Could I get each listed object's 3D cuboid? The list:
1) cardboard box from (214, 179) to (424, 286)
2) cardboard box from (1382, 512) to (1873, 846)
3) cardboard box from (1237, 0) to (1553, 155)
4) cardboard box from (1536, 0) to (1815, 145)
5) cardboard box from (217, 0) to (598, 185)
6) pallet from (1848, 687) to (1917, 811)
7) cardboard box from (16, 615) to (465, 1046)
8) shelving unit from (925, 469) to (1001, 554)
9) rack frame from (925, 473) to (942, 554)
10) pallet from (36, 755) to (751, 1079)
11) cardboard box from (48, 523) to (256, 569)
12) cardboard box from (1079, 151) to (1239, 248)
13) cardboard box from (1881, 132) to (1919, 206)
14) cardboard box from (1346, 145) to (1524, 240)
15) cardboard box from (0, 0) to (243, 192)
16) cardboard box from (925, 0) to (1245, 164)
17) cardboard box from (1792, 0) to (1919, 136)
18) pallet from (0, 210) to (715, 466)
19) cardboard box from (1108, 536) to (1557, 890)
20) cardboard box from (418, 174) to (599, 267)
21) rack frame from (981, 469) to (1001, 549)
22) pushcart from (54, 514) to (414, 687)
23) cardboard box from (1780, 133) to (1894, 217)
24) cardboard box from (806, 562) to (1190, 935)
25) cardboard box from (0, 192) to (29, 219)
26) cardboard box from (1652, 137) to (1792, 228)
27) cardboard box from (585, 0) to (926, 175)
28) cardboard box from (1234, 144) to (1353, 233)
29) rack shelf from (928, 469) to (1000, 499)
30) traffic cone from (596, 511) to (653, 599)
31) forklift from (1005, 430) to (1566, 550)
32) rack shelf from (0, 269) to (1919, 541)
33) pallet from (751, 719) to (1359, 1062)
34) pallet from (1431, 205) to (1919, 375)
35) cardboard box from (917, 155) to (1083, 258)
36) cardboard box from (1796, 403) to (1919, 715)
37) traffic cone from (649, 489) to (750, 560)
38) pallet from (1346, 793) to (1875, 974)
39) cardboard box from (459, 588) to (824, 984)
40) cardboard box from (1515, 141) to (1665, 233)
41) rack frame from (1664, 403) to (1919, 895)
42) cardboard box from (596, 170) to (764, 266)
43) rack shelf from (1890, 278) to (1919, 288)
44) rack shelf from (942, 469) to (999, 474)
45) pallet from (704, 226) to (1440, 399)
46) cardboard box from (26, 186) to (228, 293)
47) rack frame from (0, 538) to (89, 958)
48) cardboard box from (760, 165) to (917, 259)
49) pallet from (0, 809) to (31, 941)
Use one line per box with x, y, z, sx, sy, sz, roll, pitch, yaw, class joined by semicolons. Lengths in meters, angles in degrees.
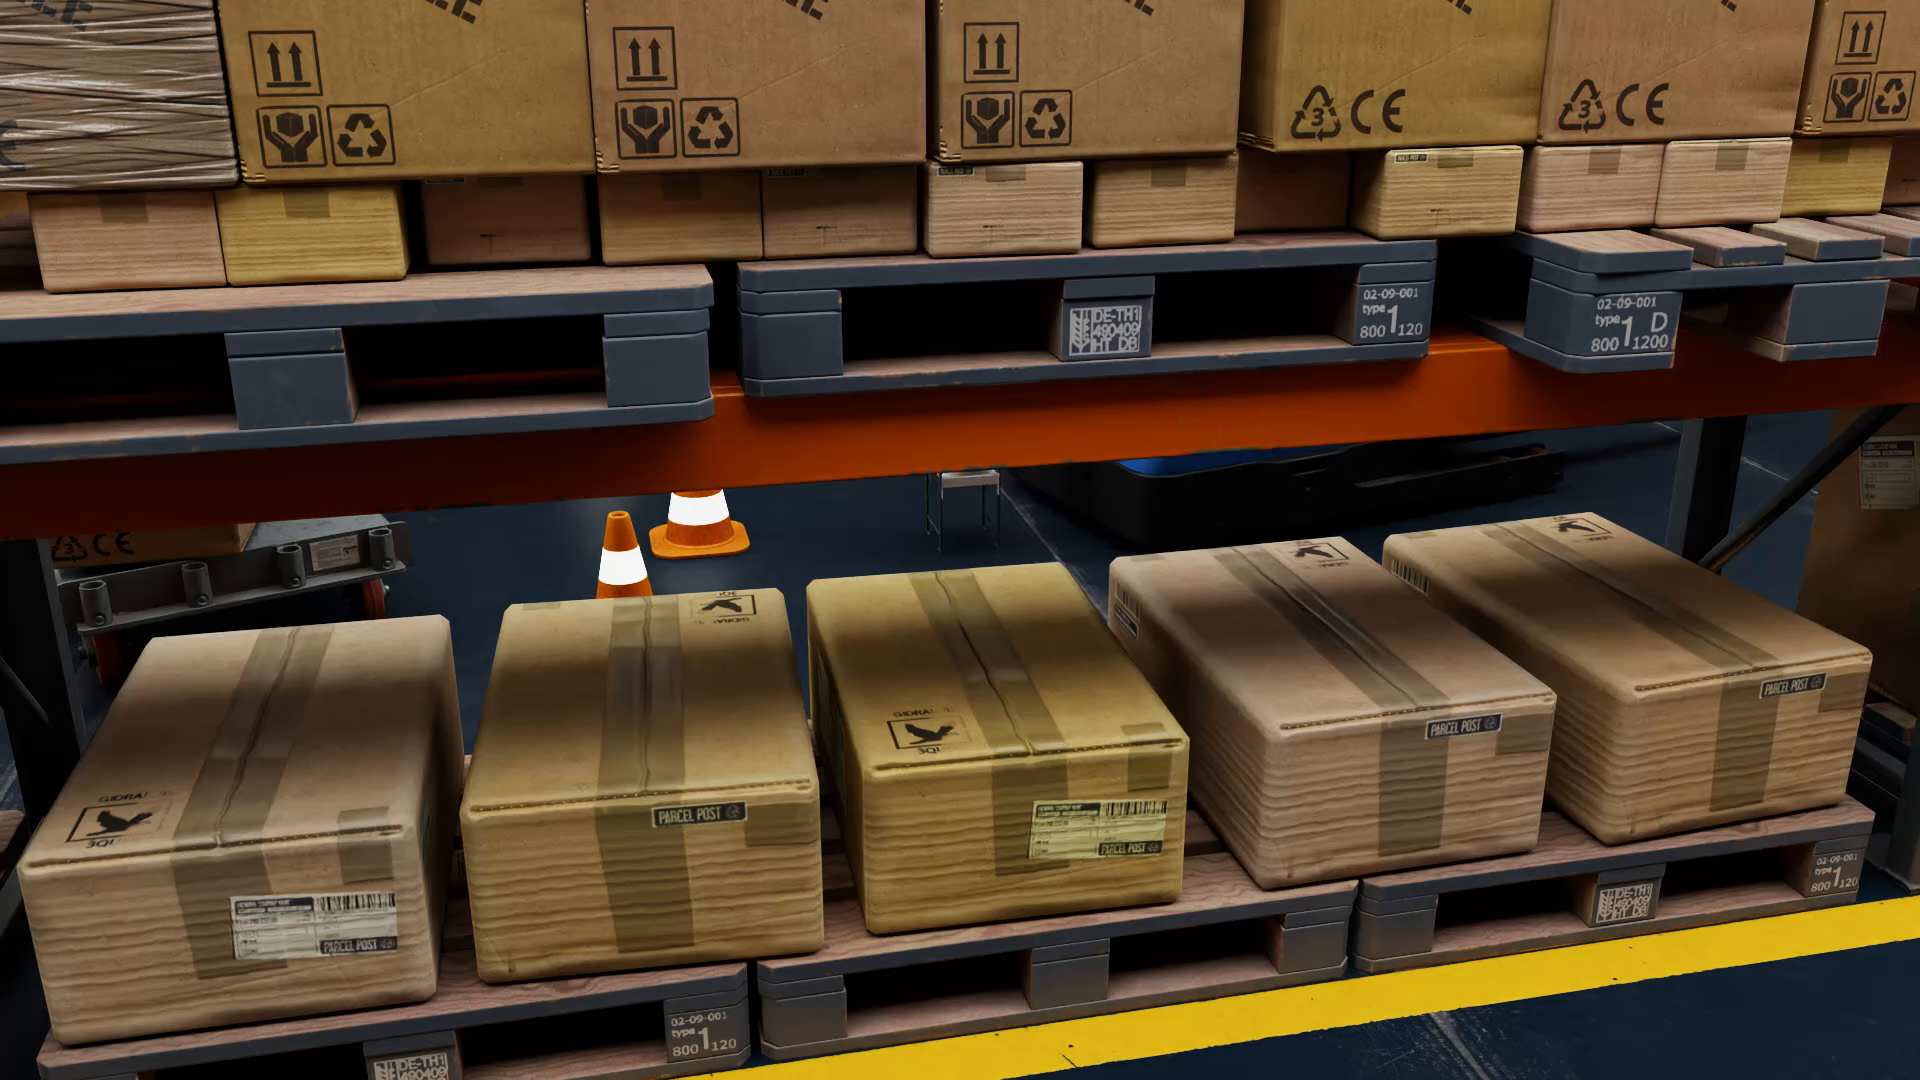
-0.991;-0.513;2.610;0.250;0.149;0.380;-4;21;-11;cardboard box
1.494;0.282;3.893;0.625;0.372;0.950;-6;21;-16;cardboard box
0.676;-0.966;2.902;0.500;0.500;0.500;-6;21;-16;cardboard box
1.167;-1.006;3.012;0.500;0.500;0.500;-5;21;-13;cardboard box
-0.837;-0.844;2.570;0.500;0.500;0.500;-5;21;-12;cardboard box
2.831;0.476;4.208;1.213;0.211;1.003;-5;21;-12;pallet
-1.337;0.515;3.258;0.625;0.372;0.950;-4;21;-12;cardboard box
0.008;-0.423;5.662;0.210;0.900;0.258;-5;21;-12;shelving unit
-0.091;-0.415;5.640;0.006;0.900;0.240;-5;21;-12;rack frame
-1.089;0.768;3.412;1.213;0.211;1.003;-5;21;-12;pallet
-2.285;-0.255;4.682;0.500;0.500;0.500;-5;21;-12;cardboard box
0.292;-0.621;2.905;0.250;0.149;0.380;-5;21;-14;cardboard box
1.781;-0.770;3.312;0.250;0.149;0.380;-4;20;-10;cardboard box
0.791;-0.646;2.973;0.250;0.149;0.380;-4;21;-12;cardboard box
-1.324;-0.804;2.461;0.500;0.500;0.500;-4;21;-11;cardboard box
0.145;-0.923;2.785;0.500;0.500;0.500;-6;21;-15;cardboard box
1.668;-1.051;3.134;0.500;0.500;0.500;-5;21;-14;cardboard box
-1.069;-0.401;2.828;1.213;0.211;1.003;-5;21;-12;pallet
0.778;0.343;3.727;0.625;0.372;0.950;-5;21;-14;cardboard box
-0.733;-0.561;2.741;0.250;0.149;0.380;-3;20;-9;cardboard box
0.107;-0.431;5.684;0.006;0.900;0.240;-5;21;-12;rack frame
-2.420;-0.007;5.286;0.936;0.377;1.648;-13;24;-31;pushcart
1.537;-0.725;3.188;0.250;0.149;0.380;-4;21;-12;cardboard box
0.038;0.401;3.568;0.625;0.372;0.950;-4;20;-11;cardboard box
-3.712;-1.301;7.485;0.875;0.875;0.875;-4;21;-12;cardboard box
1.302;-0.690;3.092;0.250;0.149;0.380;-5;21;-13;cardboard box
-0.353;-0.879;2.664;0.500;0.500;0.500;-5;21;-13;cardboard box
0.517;-0.669;3.034;0.250;0.149;0.380;-4;21;-12;cardboard box
0.008;-0.223;5.735;0.200;0.077;0.258;-5;21;-12;rack shelf
-0.962;0.145;4.746;0.334;0.463;0.336;-5;21;-12;traffic cone
1.719;-1.678;6.135;3.031;2.935;1.130;-10;22;-26;forklift
0.100;-0.300;3.318;4.000;0.370;1.077;-5;21;-12;rack shelf
0.100;0.670;3.678;1.213;0.211;1.003;-5;21;-12;pallet
1.377;-0.614;3.408;1.003;0.211;1.213;-5;21;-12;pallet
0.039;-0.590;2.820;0.250;0.149;0.380;-4;20;-10;cardboard box
2.737;-0.022;3.993;0.875;0.875;0.875;-5;21;-13;cardboard box
-0.910;-0.213;5.722;0.334;0.463;0.336;-5;21;-12;traffic cone
1.285;0.575;3.939;1.213;0.211;1.003;-5;21;-12;pallet
-0.638;0.457;3.416;0.625;0.372;0.950;-3;20;-9;cardboard box
1.055;-0.673;3.045;0.250;0.149;0.380;-6;21;-15;cardboard box
2.046;-0.796;3.627;0.127;3.000;1.000;-5;21;-12;rack frame
-0.473;-0.568;2.758;0.250;0.149;0.380;-4;21;-12;cardboard box
3.992;-0.616;4.182;4.000;0.370;1.077;-5;21;-12;rack shelf
0.008;-0.307;5.704;0.200;0.077;0.258;-5;21;-12;rack shelf
0.129;-0.536;3.194;1.213;0.211;1.003;-5;21;-12;pallet
-1.236;-0.497;2.564;0.250;0.149;0.380;-4;21;-12;cardboard box
-1.847;-0.479;2.762;0.127;3.000;1.000;-5;21;-12;rack frame
-0.232;-0.587;2.810;0.250;0.149;0.380;-4;21;-12;cardboard box
-2.492;0.895;3.065;1.213;0.211;1.003;-5;21;-12;pallet
